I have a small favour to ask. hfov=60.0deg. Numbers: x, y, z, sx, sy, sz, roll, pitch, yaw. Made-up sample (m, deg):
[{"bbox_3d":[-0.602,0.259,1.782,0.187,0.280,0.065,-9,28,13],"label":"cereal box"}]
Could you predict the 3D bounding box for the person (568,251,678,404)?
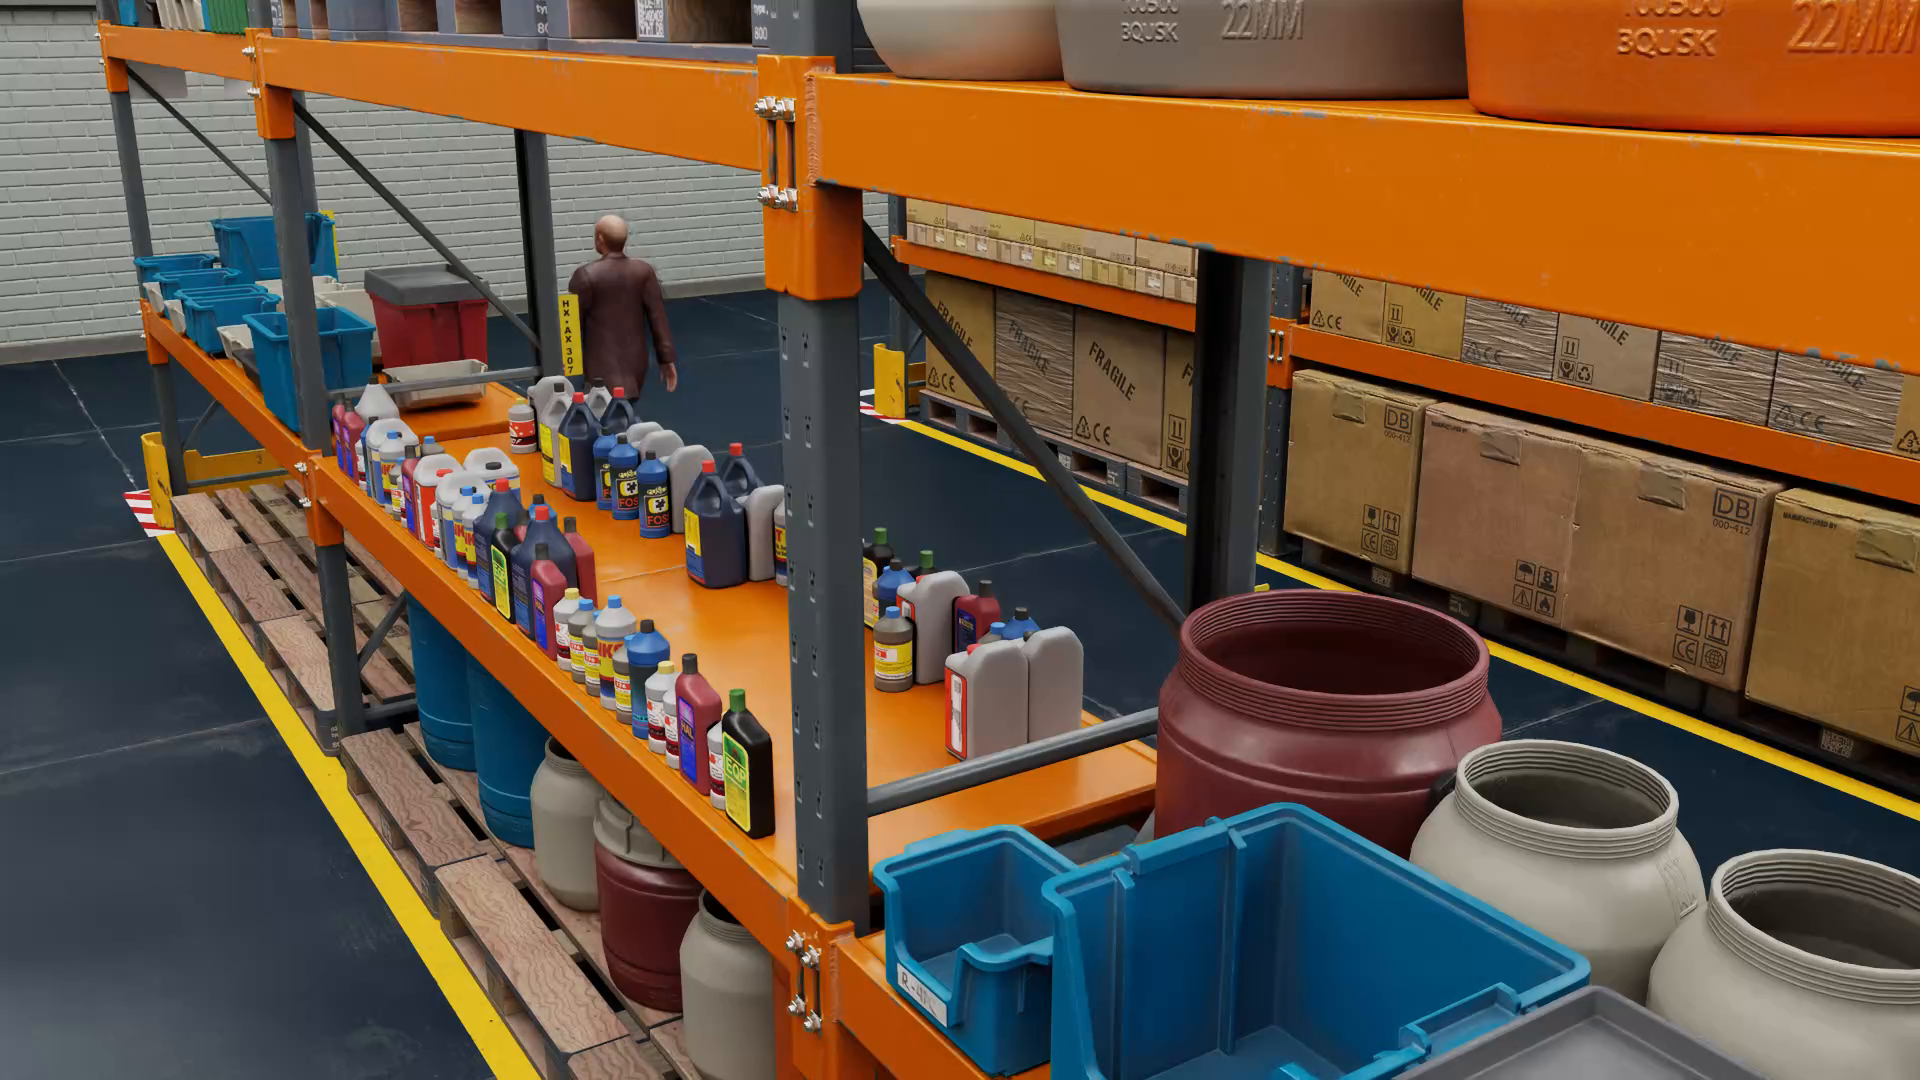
[{"bbox_3d":[-2.071,-1.242,9.860,0.619,0.950,0.530,-16,24,-41],"label":"person"}]
